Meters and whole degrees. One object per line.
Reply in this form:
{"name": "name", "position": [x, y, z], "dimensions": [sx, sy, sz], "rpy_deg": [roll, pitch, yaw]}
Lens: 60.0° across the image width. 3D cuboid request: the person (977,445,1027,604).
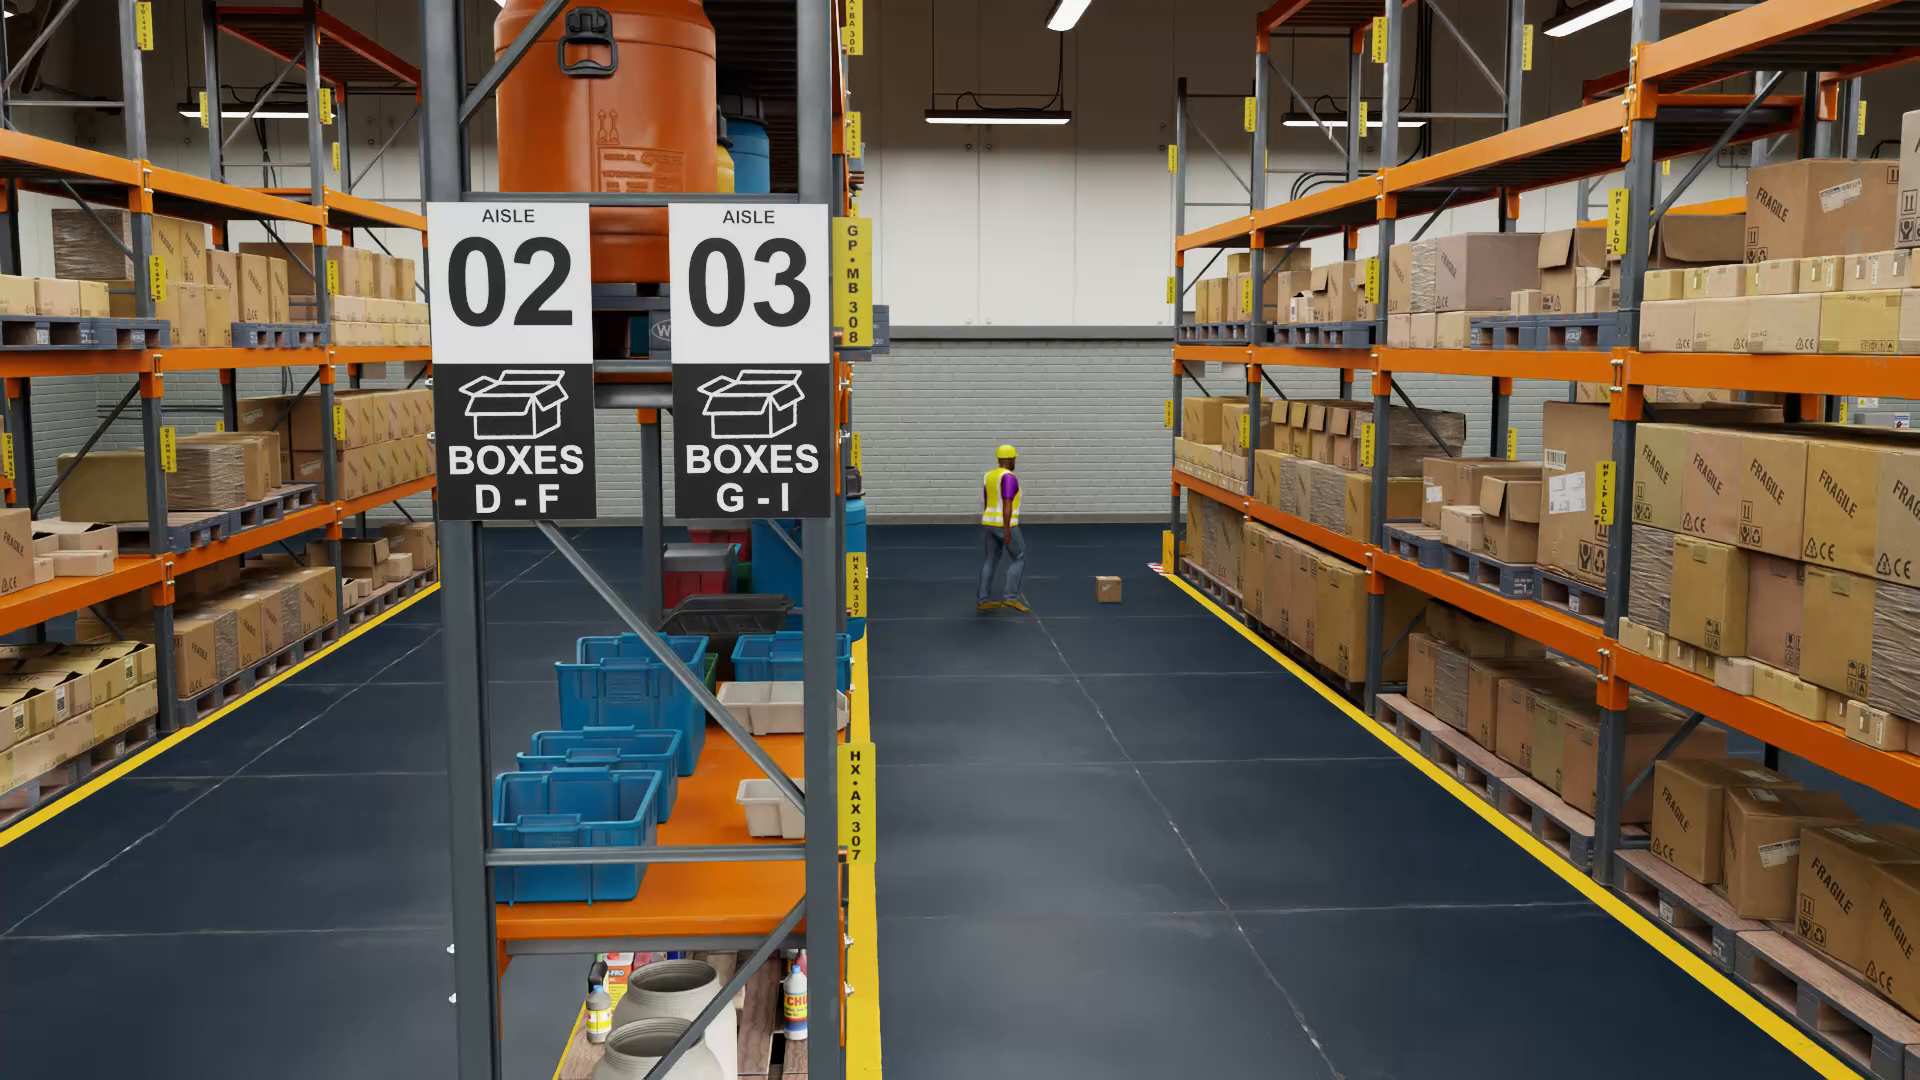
{"name": "person", "position": [0.411, -0.169, 17.628], "dimensions": [0.566, 1.671, 0.602], "rpy_deg": [-5, 8, -36]}
